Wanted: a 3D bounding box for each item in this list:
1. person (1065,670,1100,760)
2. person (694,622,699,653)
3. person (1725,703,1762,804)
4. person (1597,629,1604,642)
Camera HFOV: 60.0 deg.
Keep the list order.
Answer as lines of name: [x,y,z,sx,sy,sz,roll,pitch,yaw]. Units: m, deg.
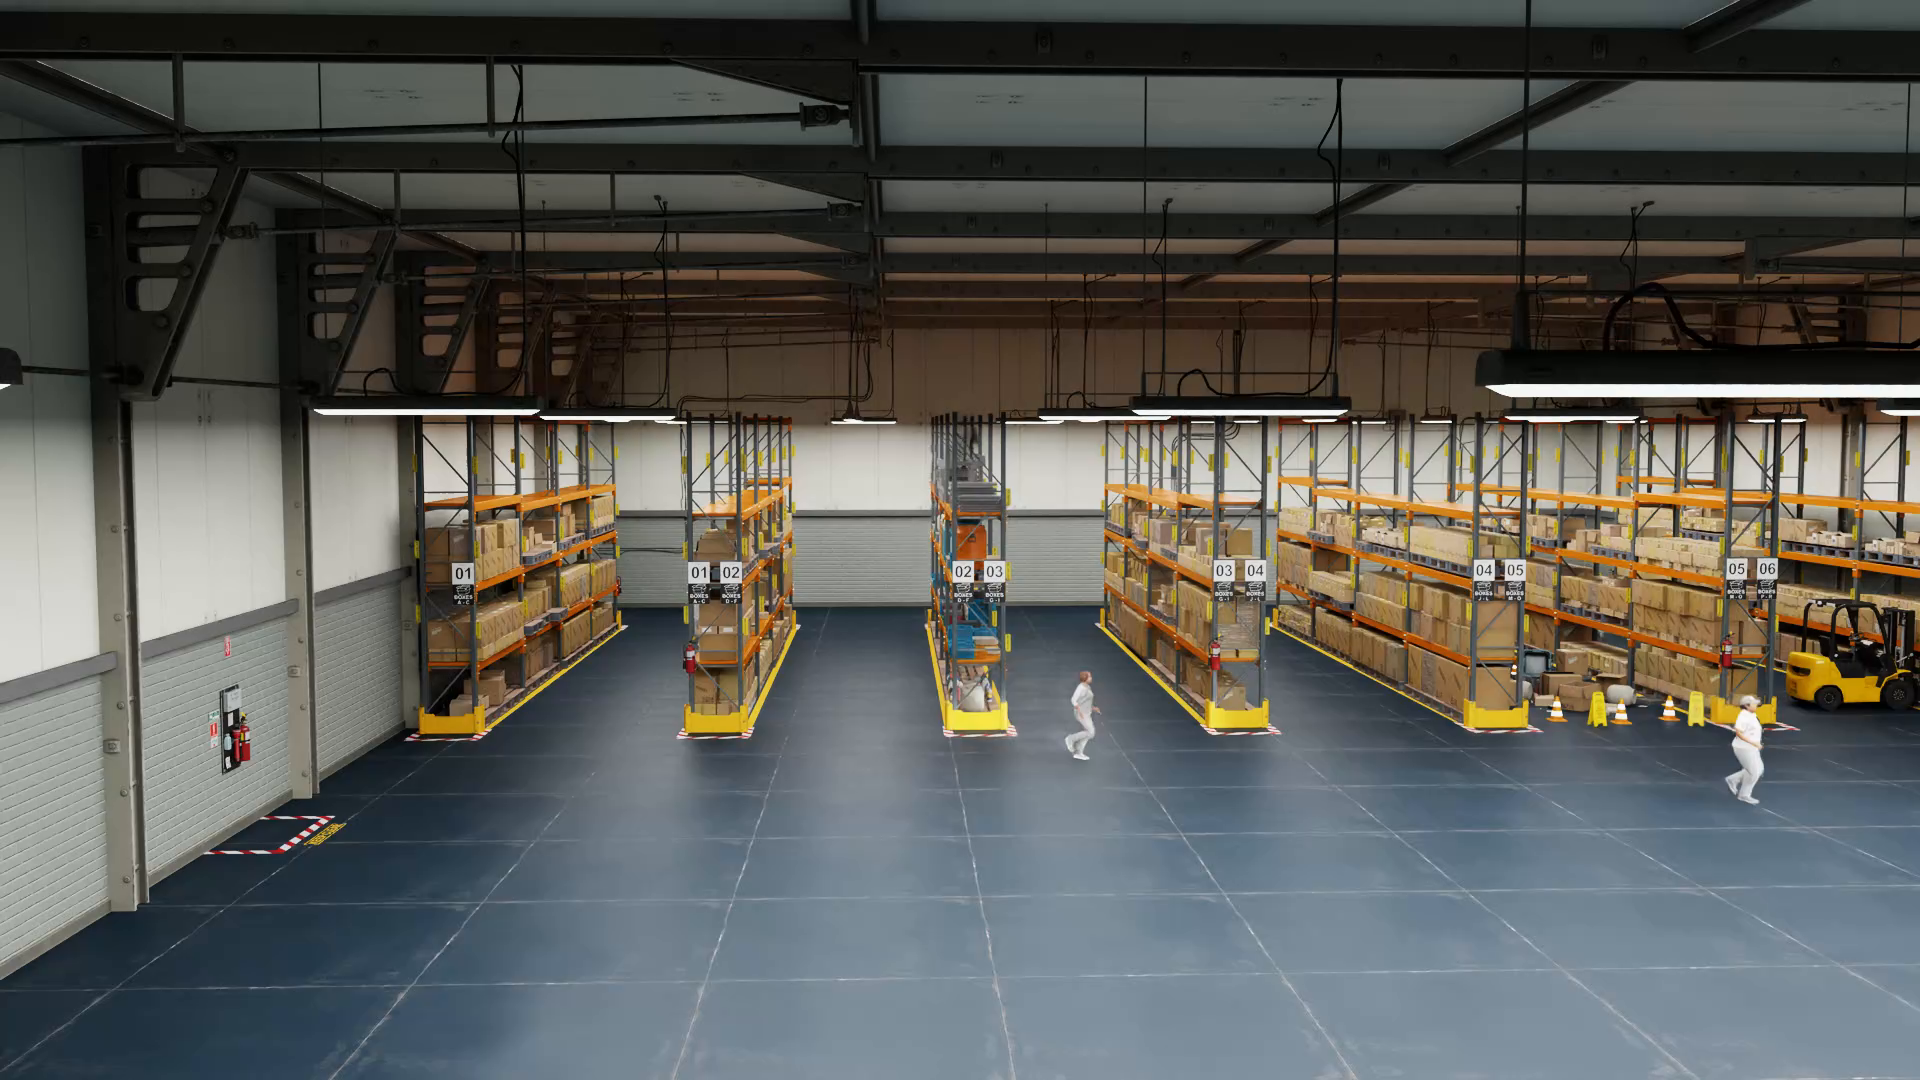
person: [2.109,3.009,28.598,0.578,1.551,0.484,2,4,22]
person: [-6.482,2.032,41.357,0.656,1.783,0.899,0,4,-7]
person: [11.959,3.194,25.381,0.547,1.617,0.613,3,5,36]
person: [16.394,1.923,43.079,0.683,1.734,0.592,-1,4,-13]
